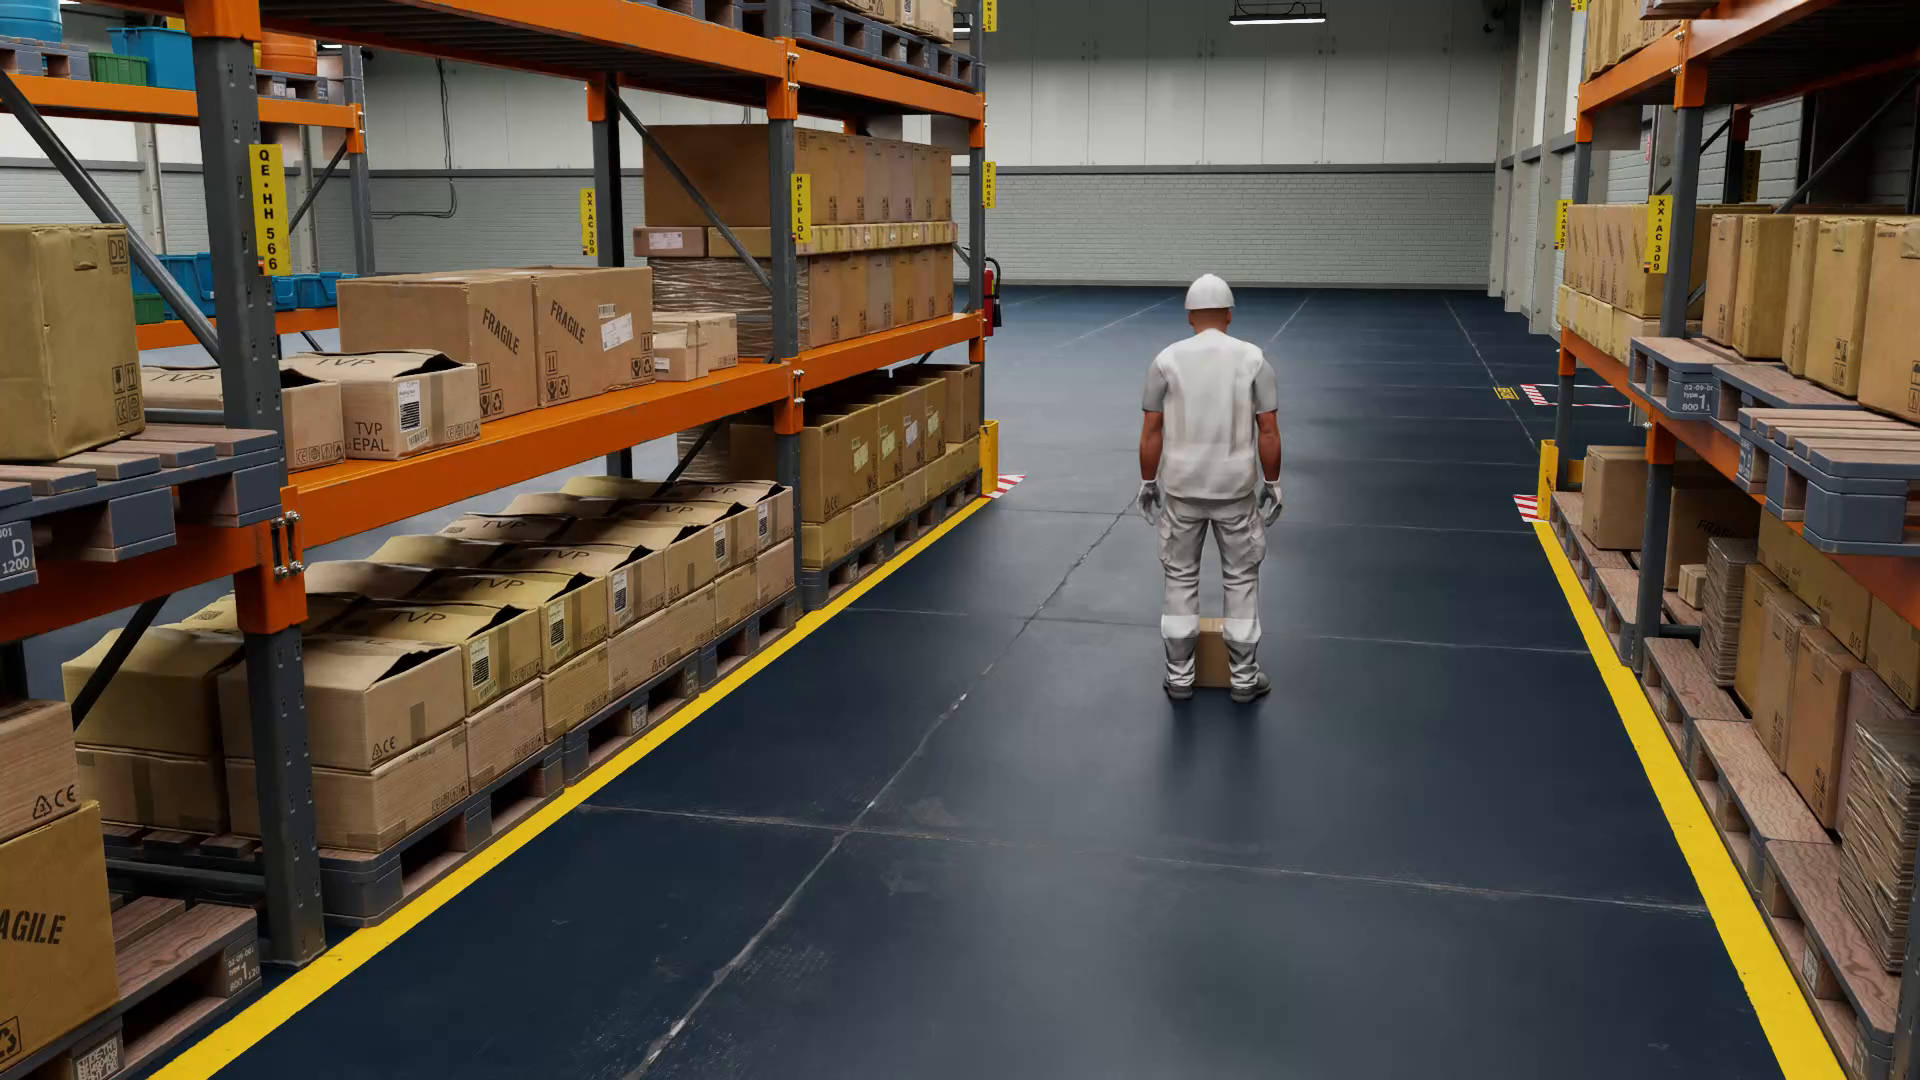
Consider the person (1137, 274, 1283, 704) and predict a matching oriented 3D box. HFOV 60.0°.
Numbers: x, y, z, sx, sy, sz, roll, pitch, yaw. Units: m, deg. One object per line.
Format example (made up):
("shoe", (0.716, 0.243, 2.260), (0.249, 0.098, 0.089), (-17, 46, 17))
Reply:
("person", (1.046, -0.211, 6.961), (0.609, 1.777, 0.453), (2, 12, 11))
